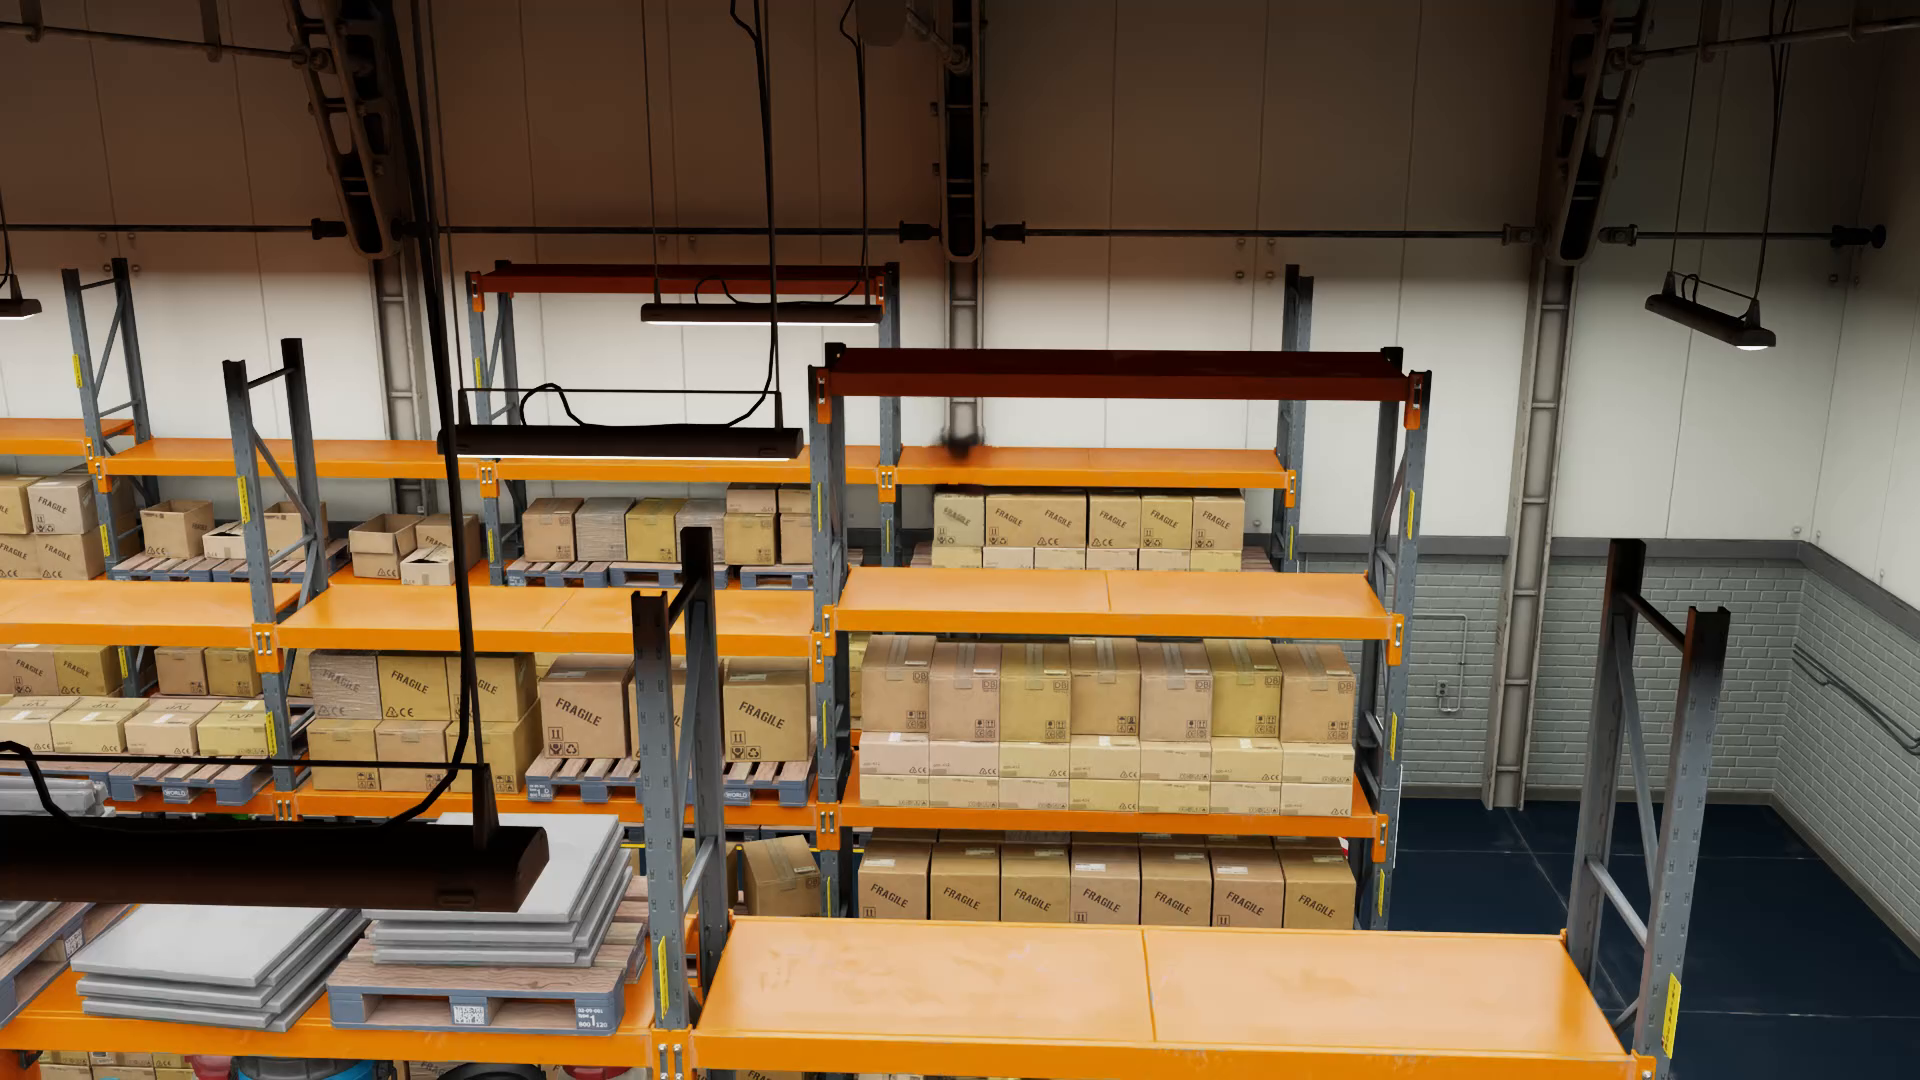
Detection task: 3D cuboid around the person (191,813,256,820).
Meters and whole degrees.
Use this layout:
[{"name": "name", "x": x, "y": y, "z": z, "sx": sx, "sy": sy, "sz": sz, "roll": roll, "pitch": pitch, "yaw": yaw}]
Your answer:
[{"name": "person", "x": -7.244, "y": 2.653, "z": 16.318, "sx": 0.610, "sy": 1.820, "sz": 0.442, "roll": -3, "pitch": 16, "yaw": -9}]
